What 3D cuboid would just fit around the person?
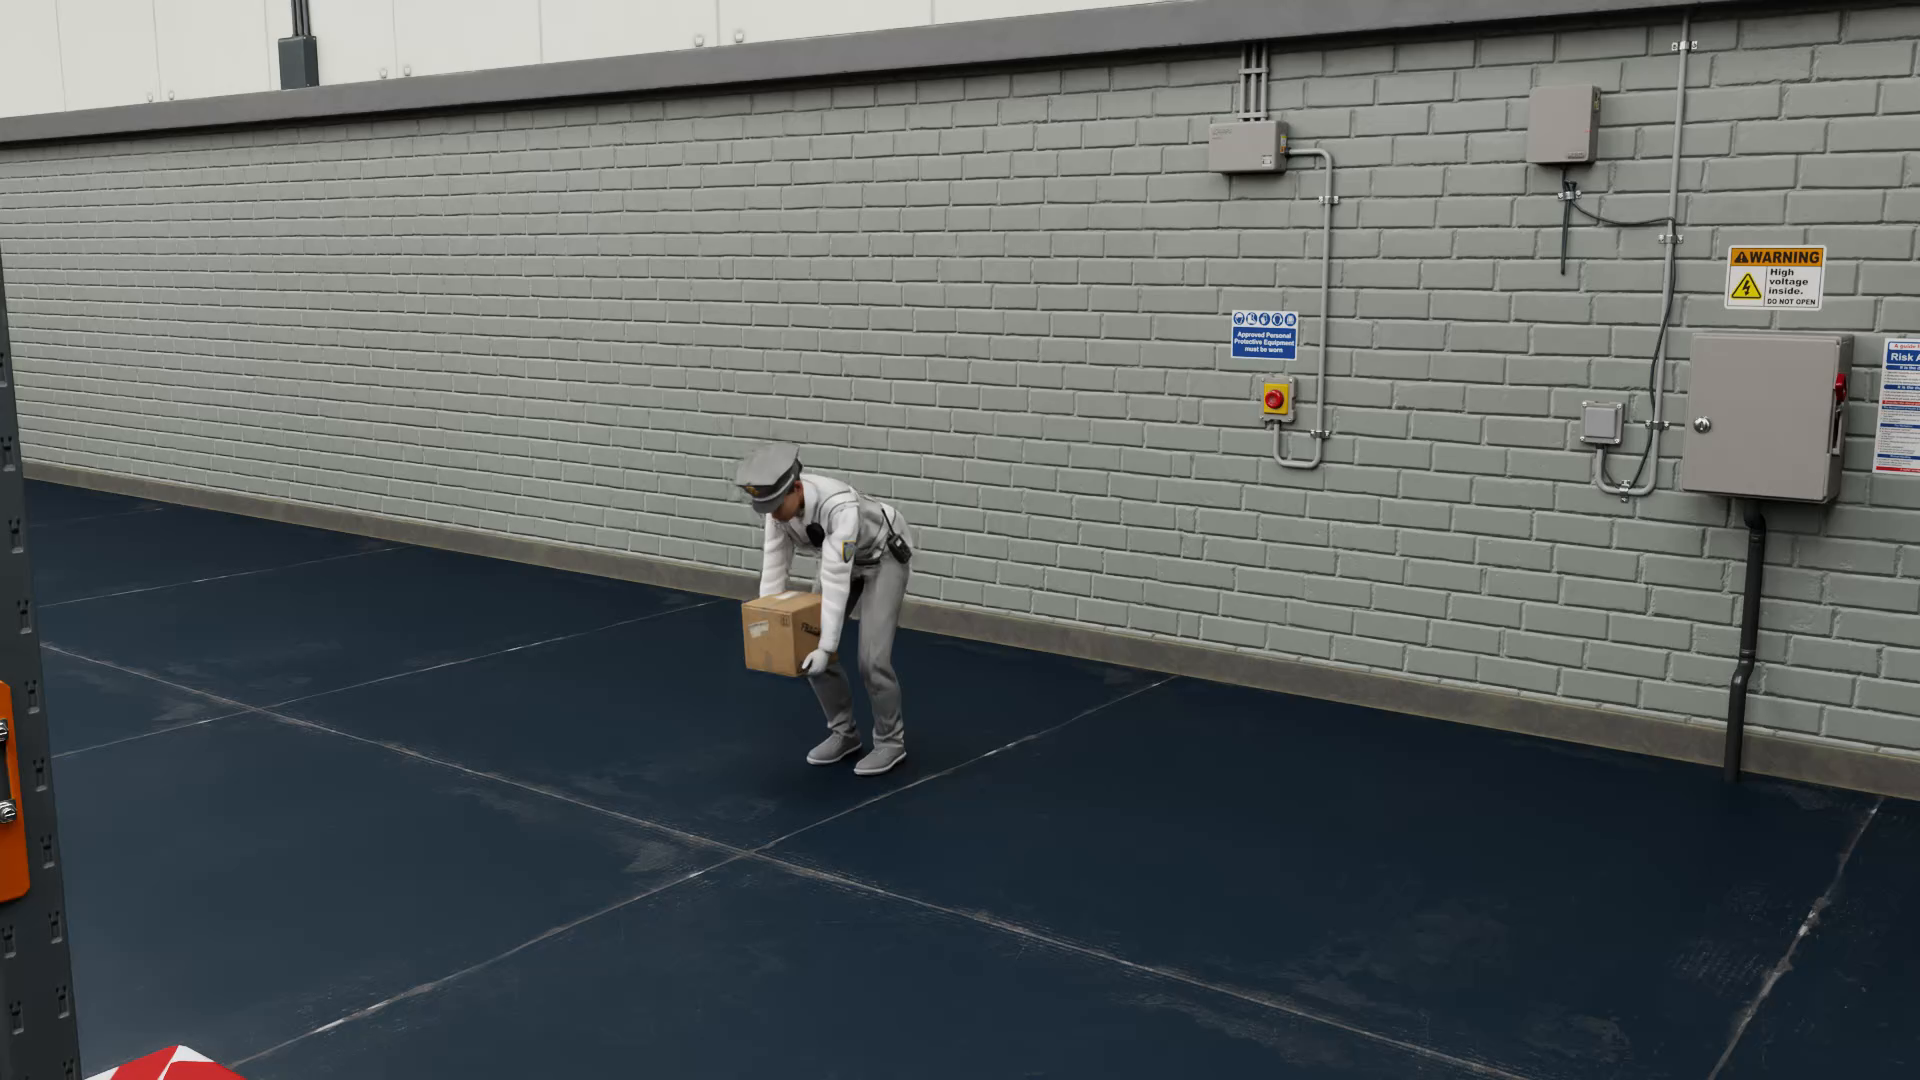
[{"bbox_3d":[-0.524,0.268,6.364,0.417,1.327,0.858,7,12,34],"label":"person"}]
